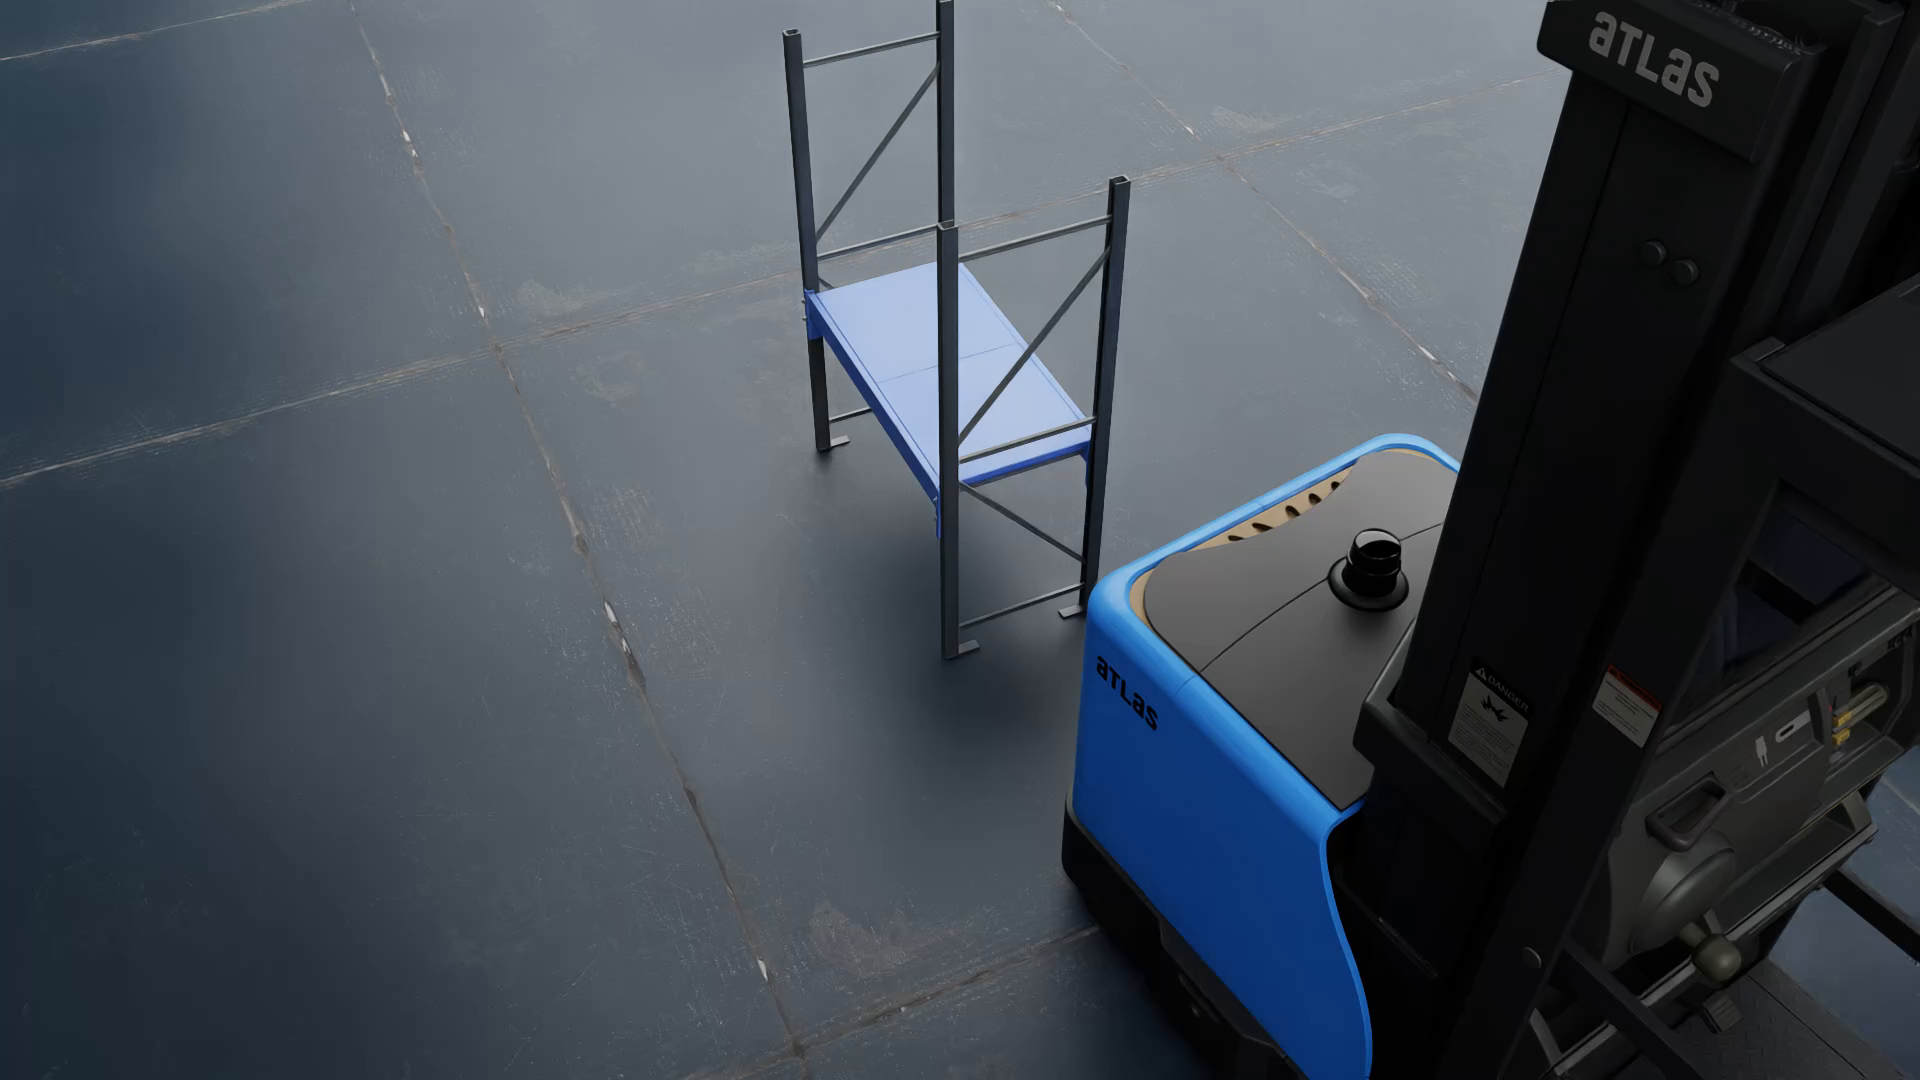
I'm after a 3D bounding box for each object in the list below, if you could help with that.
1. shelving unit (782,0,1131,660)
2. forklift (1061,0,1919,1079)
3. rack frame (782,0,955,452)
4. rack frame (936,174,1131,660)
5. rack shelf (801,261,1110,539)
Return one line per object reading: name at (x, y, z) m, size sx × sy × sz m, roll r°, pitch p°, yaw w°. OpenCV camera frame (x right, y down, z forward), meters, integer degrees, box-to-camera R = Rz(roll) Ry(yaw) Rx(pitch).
shelving unit at (-0.036, -0.588, 4.778) m, size 0.538 × 1.500 × 1.048 m, roll -18°, pitch 47°, yaw -17°
forklift at (1.508, 0.485, 2.672) m, size 1.130 × 2.935 × 3.031 m, roll -26°, pitch 50°, yaw -24°
rack frame at (-0.250, -0.912, 5.107) m, size 0.500 × 1.500 × 0.032 m, roll -18°, pitch 47°, yaw -17°
rack frame at (0.178, -0.264, 4.450) m, size 0.500 × 1.500 × 0.032 m, roll -18°, pitch 47°, yaw -17°
rack shelf at (-0.036, -0.460, 4.905) m, size 0.538 × 0.185 × 1.000 m, roll -18°, pitch 47°, yaw -17°
